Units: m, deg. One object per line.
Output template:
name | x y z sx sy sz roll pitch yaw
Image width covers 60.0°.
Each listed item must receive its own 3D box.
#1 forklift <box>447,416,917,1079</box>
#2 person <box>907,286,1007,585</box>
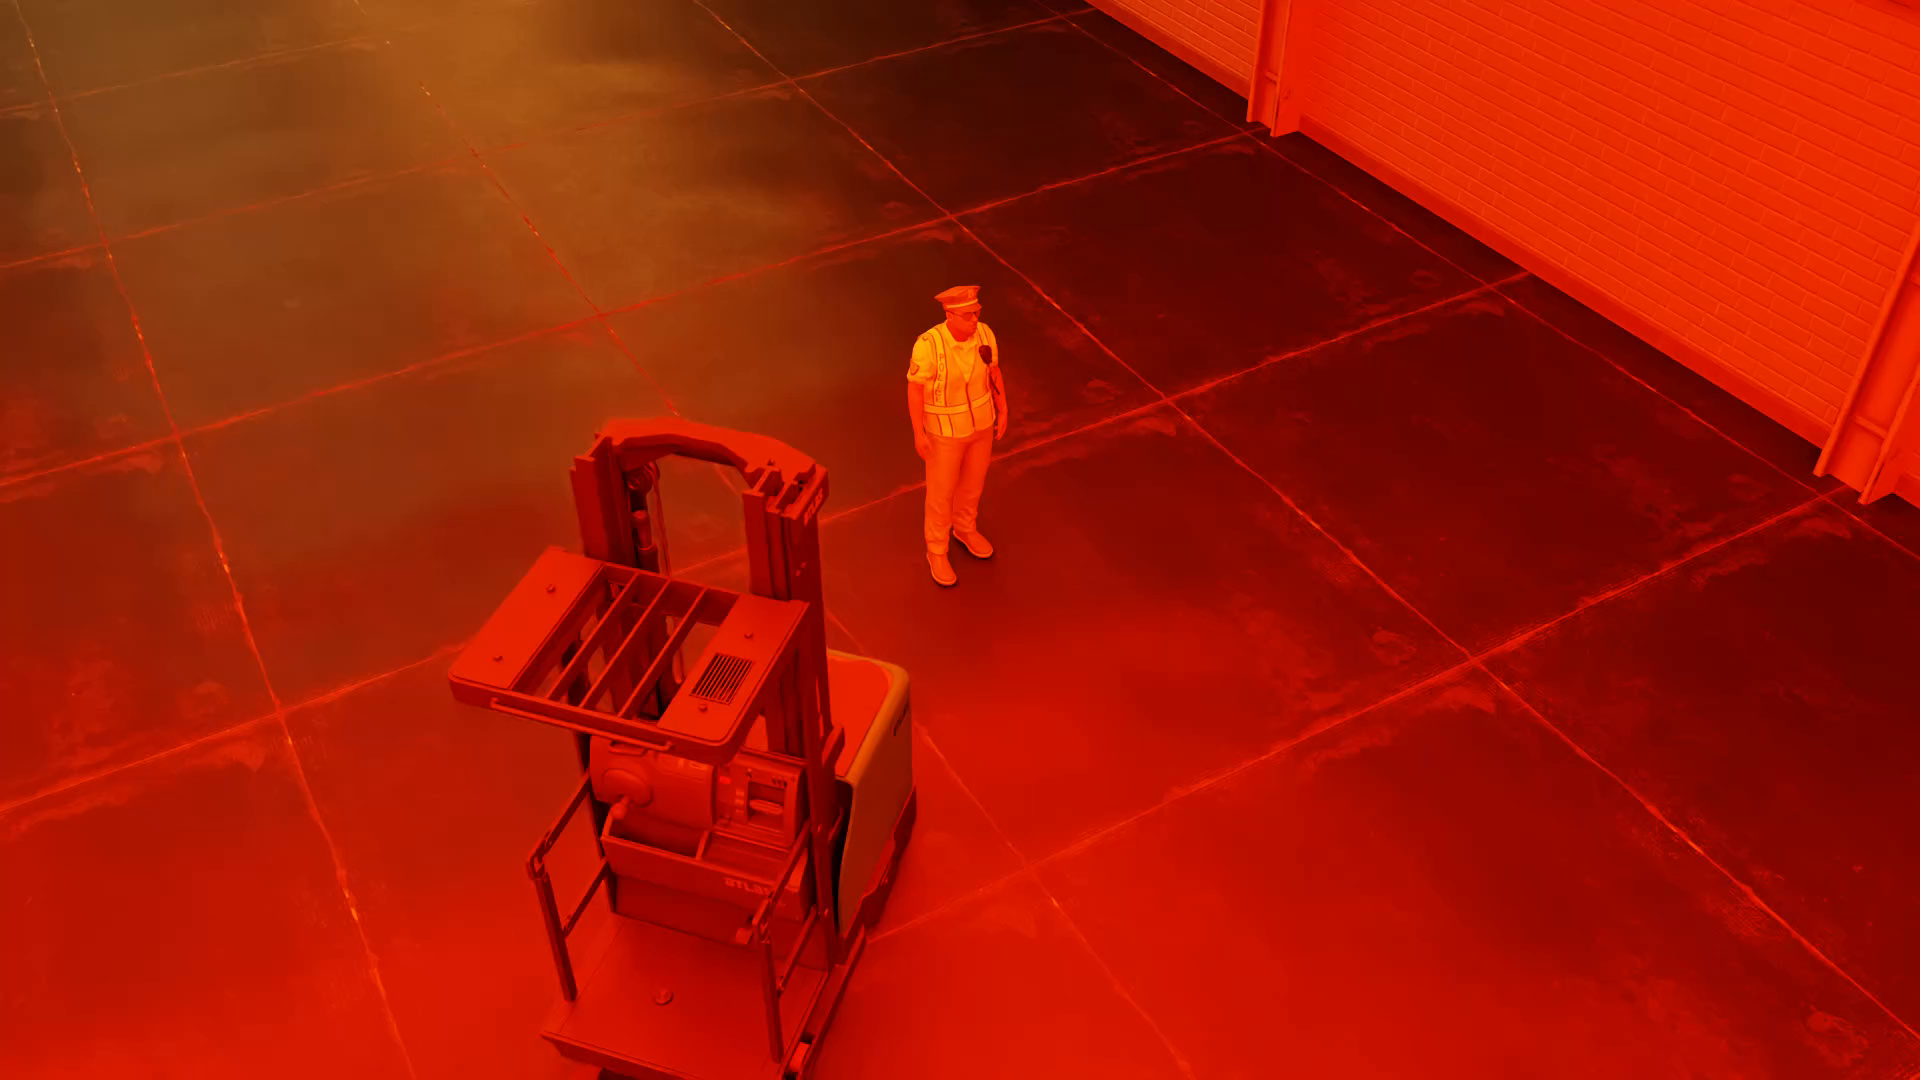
forklift | -1.165 1.101 6.709 1.130 2.935 3.031 12 41 14
person | 0.030 -0.645 9.701 0.641 1.781 0.574 -20 44 -23
